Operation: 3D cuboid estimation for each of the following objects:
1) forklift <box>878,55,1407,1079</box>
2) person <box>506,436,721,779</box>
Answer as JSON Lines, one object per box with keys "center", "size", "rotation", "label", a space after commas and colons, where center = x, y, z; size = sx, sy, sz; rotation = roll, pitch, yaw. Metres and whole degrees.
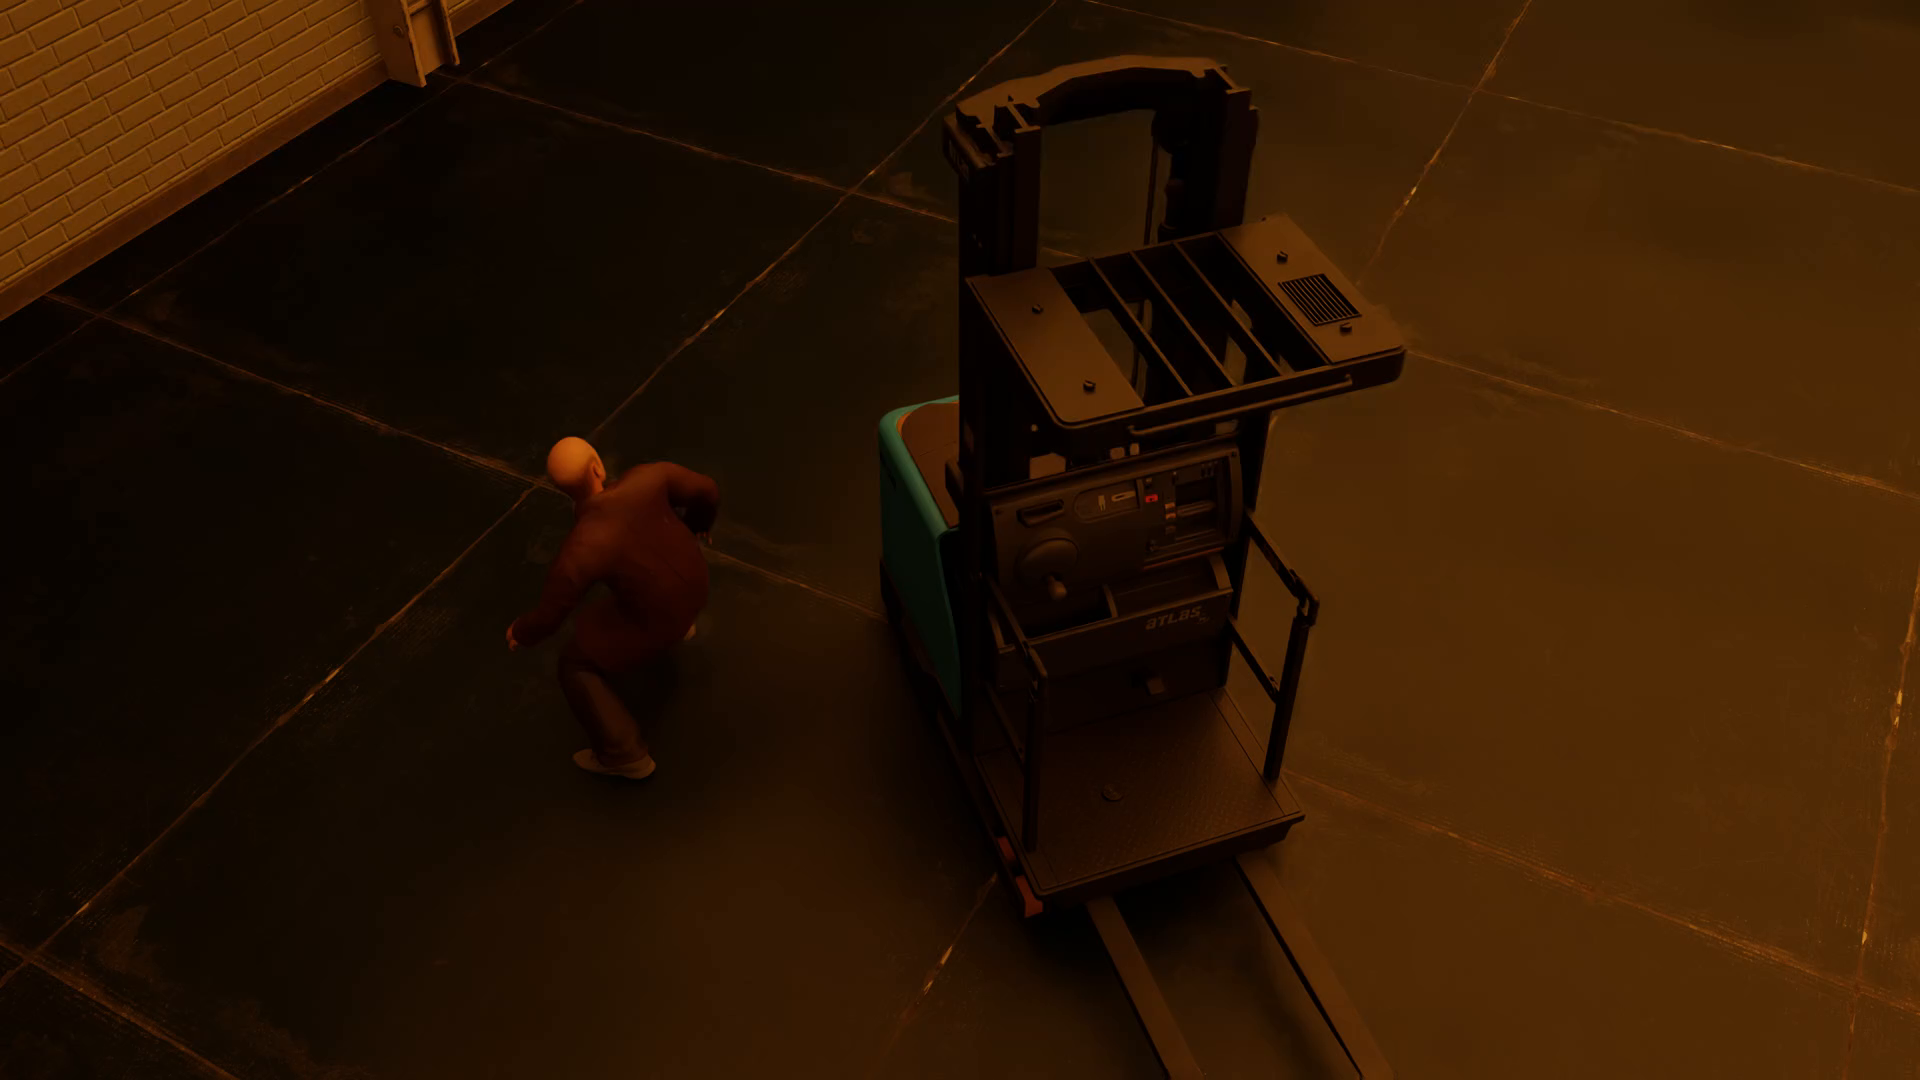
{"center": [0.626, 0.031, 5.621], "size": [1.130, 2.935, 3.031], "rotation": [-14, 45, -14], "label": "forklift"}
{"center": [-1.345, 0.172, 6.547], "size": [0.675, 1.537, 0.830], "rotation": [20, 47, 20], "label": "person"}
